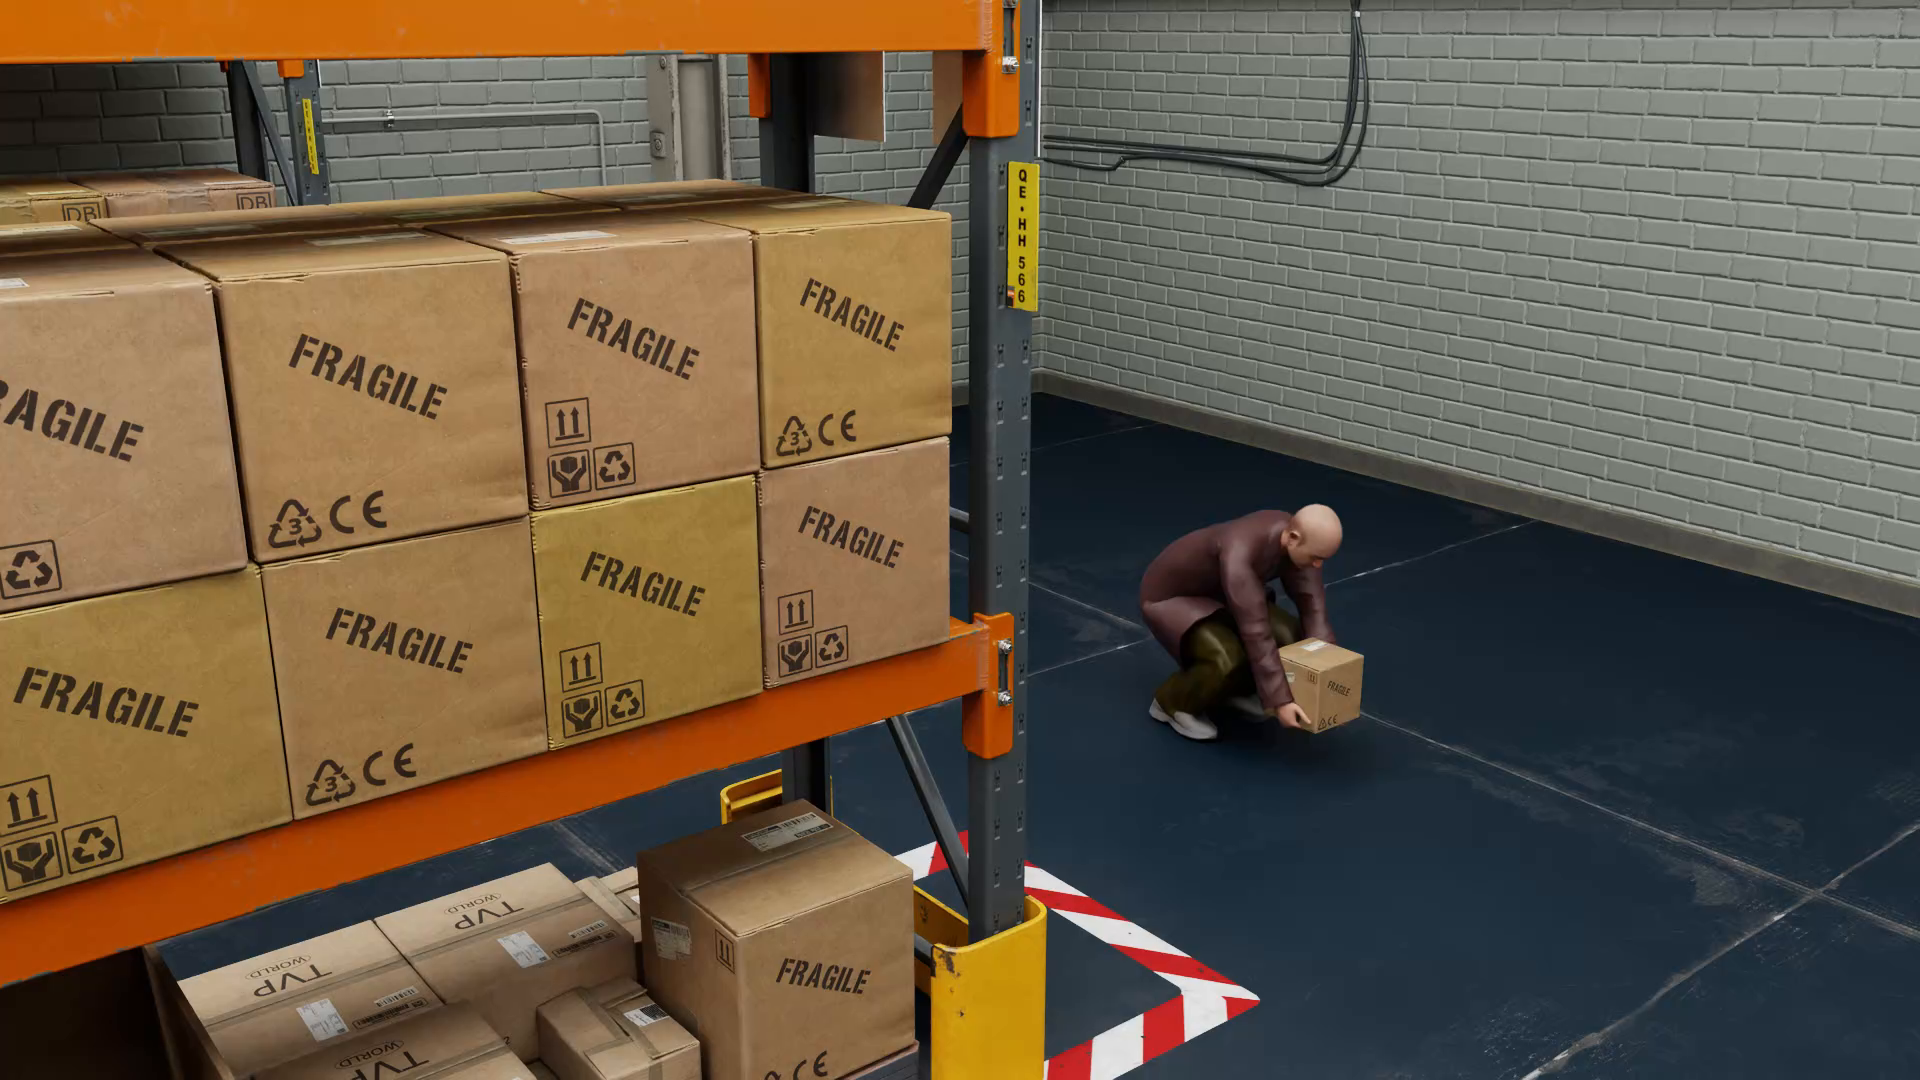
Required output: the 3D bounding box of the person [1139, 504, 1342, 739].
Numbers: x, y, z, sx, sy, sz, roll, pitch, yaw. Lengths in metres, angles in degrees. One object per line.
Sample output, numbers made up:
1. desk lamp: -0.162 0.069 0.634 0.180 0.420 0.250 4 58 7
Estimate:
1. person: 1.106 0.302 6.453 0.577 0.979 0.940 -14 22 -38
